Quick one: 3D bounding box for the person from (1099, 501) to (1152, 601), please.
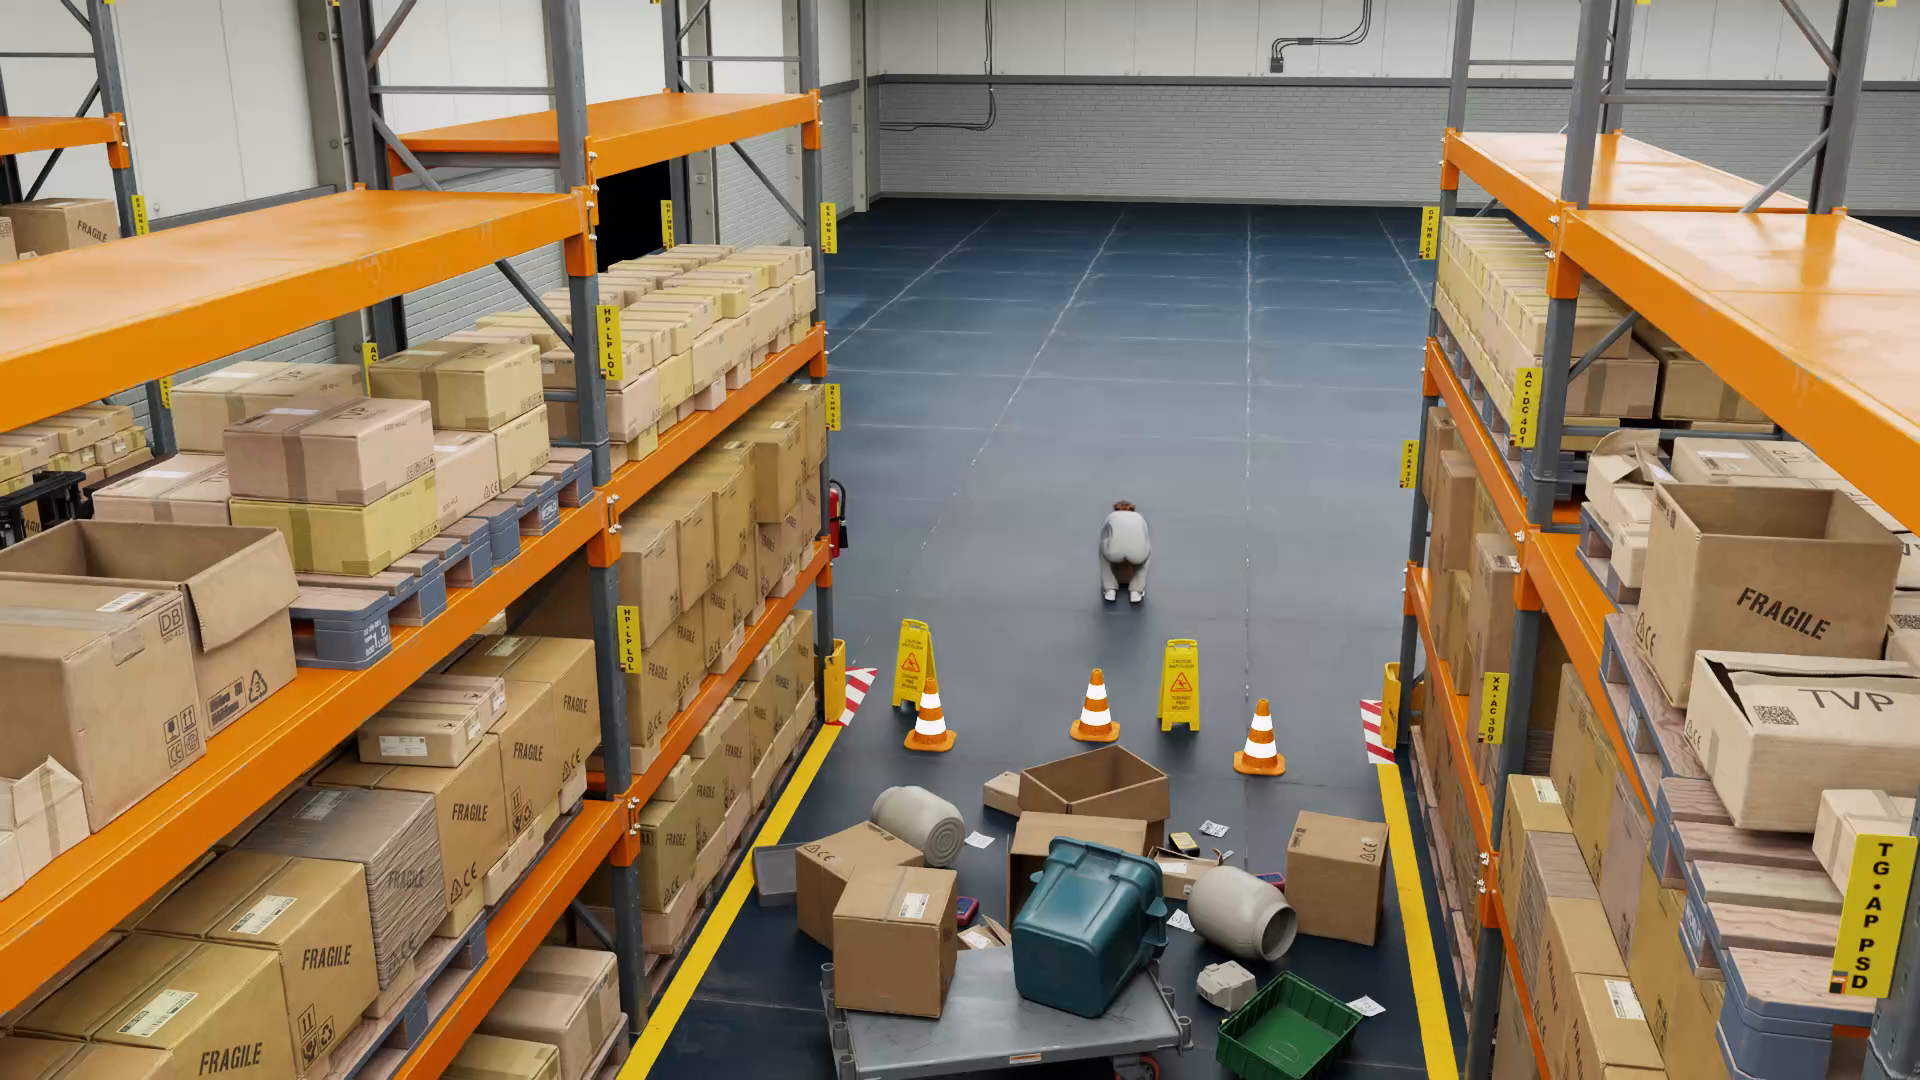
[{"bbox_3d":[1.421,0.089,14.314,0.458,0.768,0.858,2,18,7],"label":"person"}]
